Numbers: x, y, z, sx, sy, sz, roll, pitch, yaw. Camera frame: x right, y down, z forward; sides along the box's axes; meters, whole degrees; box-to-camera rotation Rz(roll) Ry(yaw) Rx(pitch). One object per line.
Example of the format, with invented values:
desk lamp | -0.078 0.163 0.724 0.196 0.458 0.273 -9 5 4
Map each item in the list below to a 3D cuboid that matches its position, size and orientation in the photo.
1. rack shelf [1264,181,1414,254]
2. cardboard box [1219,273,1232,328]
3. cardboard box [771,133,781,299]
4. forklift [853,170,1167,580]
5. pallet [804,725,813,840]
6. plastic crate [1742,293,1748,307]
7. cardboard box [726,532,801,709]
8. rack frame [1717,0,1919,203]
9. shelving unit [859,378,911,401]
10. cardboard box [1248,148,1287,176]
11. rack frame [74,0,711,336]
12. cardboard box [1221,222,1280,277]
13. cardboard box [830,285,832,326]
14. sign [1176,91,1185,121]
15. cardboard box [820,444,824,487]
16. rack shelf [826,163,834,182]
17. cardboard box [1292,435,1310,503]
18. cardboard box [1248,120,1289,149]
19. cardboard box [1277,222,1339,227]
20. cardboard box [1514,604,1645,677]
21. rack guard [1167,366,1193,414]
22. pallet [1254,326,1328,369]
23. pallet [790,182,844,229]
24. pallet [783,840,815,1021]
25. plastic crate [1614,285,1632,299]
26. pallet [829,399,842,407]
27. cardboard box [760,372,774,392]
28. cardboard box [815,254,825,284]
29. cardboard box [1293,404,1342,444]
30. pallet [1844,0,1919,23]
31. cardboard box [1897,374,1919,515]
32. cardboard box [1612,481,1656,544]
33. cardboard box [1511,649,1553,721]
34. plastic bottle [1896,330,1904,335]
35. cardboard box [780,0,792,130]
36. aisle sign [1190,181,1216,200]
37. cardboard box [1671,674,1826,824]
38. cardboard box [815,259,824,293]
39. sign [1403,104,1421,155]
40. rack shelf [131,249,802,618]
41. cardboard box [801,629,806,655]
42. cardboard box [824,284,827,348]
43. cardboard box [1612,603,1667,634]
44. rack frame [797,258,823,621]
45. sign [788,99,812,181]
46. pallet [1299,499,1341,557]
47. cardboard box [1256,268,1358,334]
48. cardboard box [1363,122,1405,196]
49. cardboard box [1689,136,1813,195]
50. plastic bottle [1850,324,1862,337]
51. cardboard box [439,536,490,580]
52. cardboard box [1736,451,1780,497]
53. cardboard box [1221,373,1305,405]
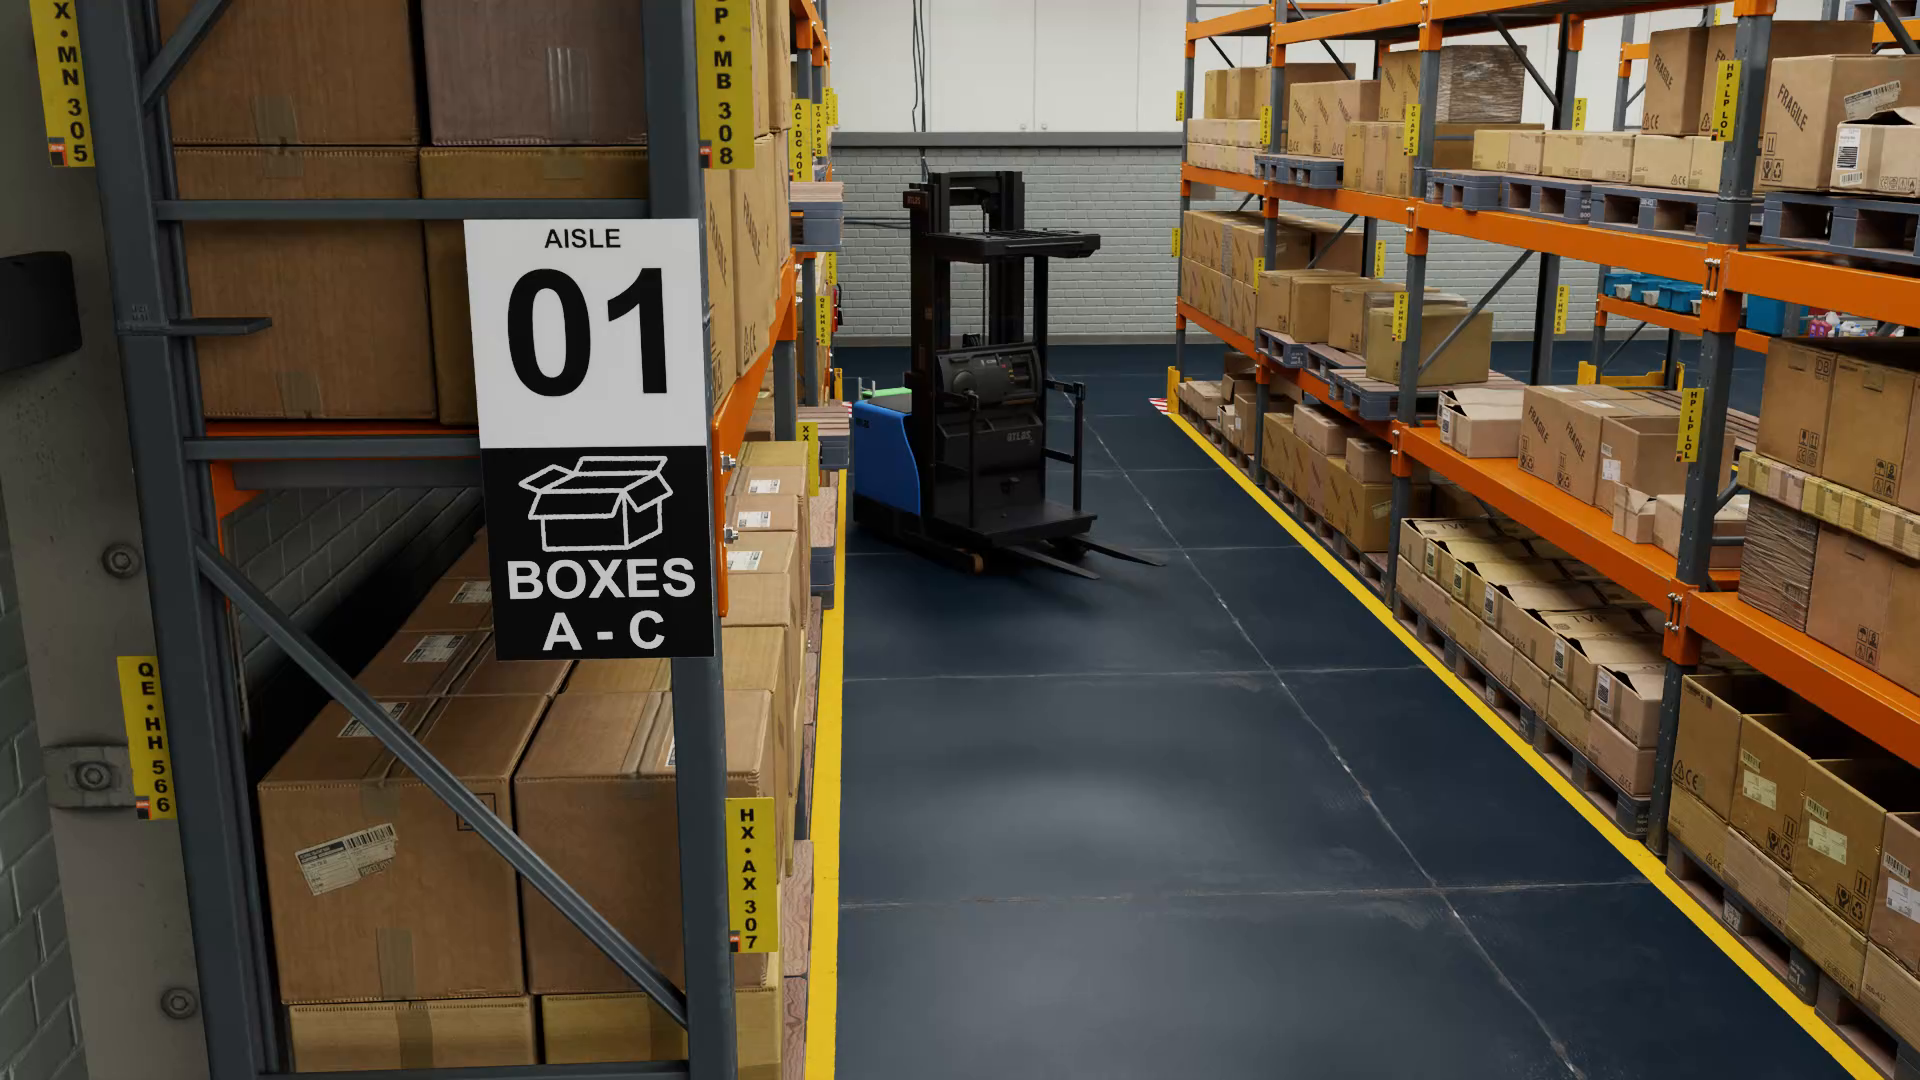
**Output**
rack shelf | 3.376 -2.588 12.989 1.077 0.370 4.000 -1 14 -3
cardboard box | 2.897 -2.406 16.656 0.500 0.500 0.500 -1 14 -2
cardboard box | -0.828 -1.040 5.287 0.500 0.500 0.500 -1 15 -6
forklift | 0.355 -1.290 12.659 1.130 2.935 3.031 -10 17 -33
pallet | -1.246 1.243 8.272 1.003 0.211 1.213 -1 14 -3
plastic crate | 8.285 -2.411 16.994 0.437 0.282 0.530 -1 14 -3
cardboard box | -0.769 0.277 5.185 0.500 0.500 0.500 0 14 -2
rack frame | 3.747 -2.897 6.726 1.000 3.000 0.127 -1 14 -3
shelving unit | -0.581 -0.794 14.206 0.503 1.200 0.258 -10 17 -33
cardboard box | 2.956 -3.478 15.305 0.500 0.250 0.500 -1 14 -3
rack frame | -0.949 -1.825 2.558 1.000 3.000 0.127 -1 14 -3
cardboard box | 2.897 -2.888 16.524 0.500 0.500 0.500 -1 14 -3
cardboard box | -1.804 -2.546 16.802 0.980 0.700 0.700 -2 15 -6
sign | 2.462 -4.843 18.557 0.100 0.325 0.005 -1 14 -3
cardboard box | -1.359 -0.256 11.973 0.750 0.750 0.750 -1 14 -4
rack shelf | -1.816 -3.505 16.554 1.077 0.370 4.000 -1 14 -3
cardboard box | 3.106 -0.603 13.982 0.500 0.500 0.500 -1 14 -3
cardboard box | 2.951 -3.720 15.242 0.500 0.250 0.500 -1 14 -3
cardboard box | 3.440 -2.891 16.537 0.500 0.500 0.500 -1 14 -5
cardboard box | 3.369 0.516 9.053 0.500 0.311 0.500 -1 14 -4
rack guard | 3.009 -1.746 19.310 1.175 0.500 0.348 -1 14 -3
pallet | 3.192 -1.688 14.451 1.003 0.211 1.213 -1 14 -3
pallet | -1.196 -1.689 8.427 1.213 0.211 1.003 -1 14 -3
pallet | -1.120 1.603 6.873 1.003 0.211 1.213 -1 14 -3
plastic crate | 7.572 -2.805 18.818 0.250 0.136 0.298 -1 14 -3
pallet | -1.812 -1.350 18.351 1.003 0.211 1.213 -1 14 -3
cardboard box | -1.293 -0.605 8.774 0.700 0.500 0.500 1 14 4
cardboard box | -1.386 -2.229 13.829 0.500 0.250 0.500 -1 14 -2
cardboard box | 3.100 -0.974 13.920 0.500 0.250 0.500 -1 14 -3
pallet | 8.278 -4.471 14.027 1.003 0.211 1.213 -1 14 -3
cardboard box | 3.844 -0.308 5.898 0.700 0.500 0.500 -1 14 -3
cardboard box | 3.510 -0.142 8.329 0.396 0.266 0.258 -1 14 -5
cardboard box | 3.371 0.785 9.130 0.500 0.250 0.500 -1 14 -2
plastic bottle | 8.053 -1.648 14.159 0.152 0.276 0.135 -1 14 -3
cardboard box | -0.850 -1.652 5.659 0.500 0.500 0.500 0 14 0
aisle sign | 2.707 -4.247 18.797 0.394 0.787 0.004 -1 14 -3
cardboard box | 3.464 0.894 7.203 0.500 0.500 0.500 -1 14 -3
cardboard box | -1.354 -2.103 13.336 0.500 0.250 0.500 -1 14 -2
sign | 2.958 -2.681 10.871 0.100 0.325 0.005 -1 14 -3
rack shelf | -1.073 -0.521 4.955 1.077 0.370 4.000 -1 14 -3
cardboard box | -0.842 0.386 6.267 0.500 0.250 0.500 -1 14 -3
cardboard box | -1.371 -1.868 13.929 0.500 0.500 0.500 -1 14 -3
cardboard box | 3.911 0.505 9.092 0.500 0.311 0.500 -1 14 -5
rack frame | -1.444 -0.909 11.039 1.000 3.000 0.127 -1 14 -3
sign | -0.655 -1.627 6.774 0.100 0.325 0.005 -1 14 -3
pallet | 3.419 -0.125 13.587 1.003 0.211 1.213 -1 14 -3
cardboard box | 3.058 -2.112 14.670 0.700 0.500 0.500 -6 16 -22
cardboard box | 3.407 -2.722 11.866 0.910 0.500 0.500 -1 14 -3
cardboard box | 3.719 -1.728 7.662 0.500 0.250 0.500 1 14 2
plastic bottle | 7.847 -1.753 14.578 0.097 0.271 0.097 0 14 0
cardboard box | -1.279 0.288 5.145 0.500 0.500 0.500 -1 14 -3
cardboard box | 3.571 -0.284 7.108 0.380 0.149 0.250 -1 14 -4
cardboard box | 3.130 -1.452 17.278 0.797 0.503 0.637 -1 14 -3
